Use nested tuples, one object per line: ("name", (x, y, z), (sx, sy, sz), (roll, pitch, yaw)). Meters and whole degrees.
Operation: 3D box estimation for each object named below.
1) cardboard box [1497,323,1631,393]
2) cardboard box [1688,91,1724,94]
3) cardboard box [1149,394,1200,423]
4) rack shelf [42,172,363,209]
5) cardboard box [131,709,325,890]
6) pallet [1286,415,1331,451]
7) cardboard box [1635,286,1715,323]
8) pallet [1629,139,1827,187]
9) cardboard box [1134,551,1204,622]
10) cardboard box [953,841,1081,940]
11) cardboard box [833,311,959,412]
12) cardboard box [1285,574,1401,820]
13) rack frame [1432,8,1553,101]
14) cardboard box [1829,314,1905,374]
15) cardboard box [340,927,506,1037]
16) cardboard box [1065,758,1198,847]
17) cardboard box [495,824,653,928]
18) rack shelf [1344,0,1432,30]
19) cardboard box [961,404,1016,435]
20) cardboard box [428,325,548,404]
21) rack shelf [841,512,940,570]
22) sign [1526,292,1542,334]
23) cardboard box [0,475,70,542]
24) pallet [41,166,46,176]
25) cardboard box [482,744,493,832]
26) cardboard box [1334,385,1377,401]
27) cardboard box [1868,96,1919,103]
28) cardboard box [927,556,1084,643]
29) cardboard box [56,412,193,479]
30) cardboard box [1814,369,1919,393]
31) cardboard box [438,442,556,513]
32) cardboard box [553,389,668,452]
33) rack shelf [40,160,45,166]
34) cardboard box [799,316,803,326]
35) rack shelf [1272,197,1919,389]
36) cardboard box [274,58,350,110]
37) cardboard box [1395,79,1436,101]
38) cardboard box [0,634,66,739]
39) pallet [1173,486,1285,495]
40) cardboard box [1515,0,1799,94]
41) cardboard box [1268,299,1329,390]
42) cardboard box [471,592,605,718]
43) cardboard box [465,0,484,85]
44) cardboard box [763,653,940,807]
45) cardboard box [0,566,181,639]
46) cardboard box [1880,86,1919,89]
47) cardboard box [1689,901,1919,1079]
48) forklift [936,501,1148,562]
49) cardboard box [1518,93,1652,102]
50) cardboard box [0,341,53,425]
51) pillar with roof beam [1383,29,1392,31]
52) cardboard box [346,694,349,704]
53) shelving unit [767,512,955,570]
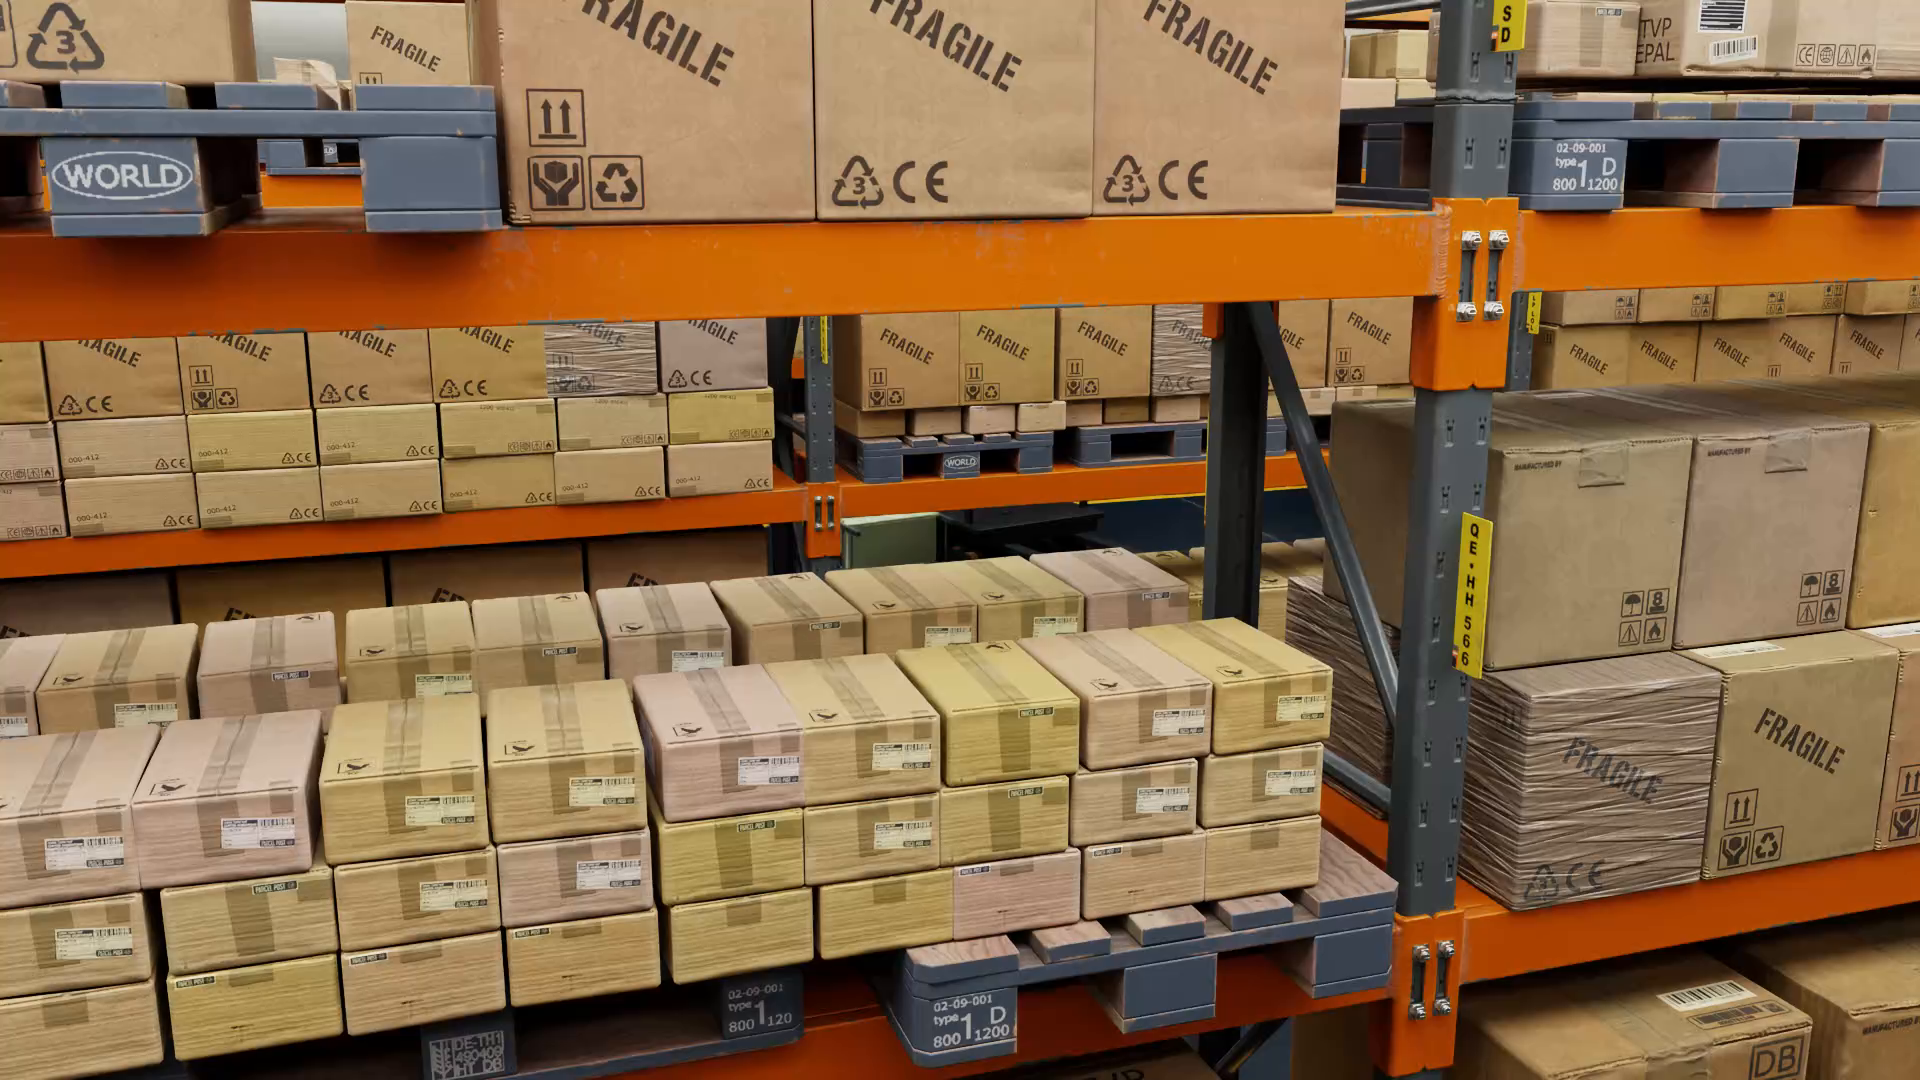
("cardboard box", (3.472, -1.019, 9.586), (0.500, 0.500, 0.500), (-4, 14, -18))
("cardboard box", (4.116, -2.588, 9.377), (0.250, 0.149, 0.380), (-5, 14, -18))
("cardboard box", (1.089, -0.733, 8.878), (0.250, 0.149, 0.380), (-4, 14, -16))
("rack shelf", (-2.721, -1.521, 7.627), (4.000, 0.370, 1.077), (-4, 14, -18))
("cardboard box", (-1.197, 0.419, 2.750), (0.250, 0.149, 0.380), (-4, 14, -16))
("pallet", (2.195, -0.737, 9.672), (1.213, 0.211, 1.003), (-4, 14, -18))
("cardboard box", (3.943, -1.552, 9.666), (0.500, 0.500, 0.700), (-4, 14, -18))
("pallet", (2.502, -0.991, 4.252), (1.213, 0.211, 1.003), (-4, 14, -15))
("cardboard box", (1.131, 0.364, 9.400), (0.625, 0.372, 0.950), (-4, 14, -16))
("cardboard box", (0.049, 0.611, 3.227), (0.250, 0.149, 0.380), (-4, 14, -17))
("cardboard box", (-0.325, -0.939, 8.343), (0.500, 0.500, 0.500), (-5, 14, -20))
("cardboard box", (1.191, 0.378, 4.355), (0.500, 0.500, 0.500), (-4, 14, -18))
("rack frame", (2.966, -3.773, 9.059), (0.127, 3.000, 1.000), (-4, 14, -18))
("cardboard box", (5.379, -1.170, 10.222), (0.500, 0.500, 0.500), (-5, 14, -18))
("cardboard box", (-0.946, 0.688, 2.902), (0.250, 0.149, 0.380), (-5, 14, -21))
("cardboard box", (0.274, 0.449, 3.267), (0.250, 0.149, 0.380), (-4, 14, -16))
("cardboard box", (-0.696, 0.524, 2.950), (0.250, 0.149, 0.380), (-4, 14, -17))
("rack shelf", (3.275, -4.464, 14.384), (4.000, 0.370, 1.077), (-4, 14, -18))
("cardboard box", (0.095, -0.648, 8.521), (0.250, 0.149, 0.380), (-5, 14, -22))
("cardboard box", (-2.188, -0.924, 7.668), (0.500, 0.500, 0.500), (-4, 14, -18))
("rack shelf", (-0.542, 0.015, 11.617), (0.720, 0.431, 0.370), (-8, 17, -29))
("sign", (3.146, -1.296, 9.108), (0.005, 0.325, 0.100), (-4, 14, -18))
("cardboard box", (-4.115, -0.166, 7.181), (0.500, 0.250, 0.500), (-5, 14, -19))
("pallet", (-3.763, -1.709, 7.276), (1.217, 0.209, 0.805), (-5, 14, -20))
("cardboard box", (-0.895, 0.524, 3.593), (0.250, 0.149, 0.380), (-4, 14, -17))
("cardboard box", (2.078, -0.796, 9.141), (0.250, 0.149, 0.380), (-5, 14, -19))
("cardboard box", (5.391, -2.508, 9.902), (0.500, 0.250, 0.500), (-4, 14, -16))
("cardboard box", (0.096, 0.159, 3.840), (0.250, 0.149, 0.380), (-5, 14, -20))
("cardboard box", (-3.624, -0.450, 7.294), (0.500, 0.250, 0.500), (-4, 14, -17))
("cardboard box", (2.727, -0.161, 4.460), (0.500, 0.500, 0.700), (-5, 14, -19))
("cardboard box", (-2.183, -0.317, 7.818), (0.500, 0.250, 0.500), (-5, 14, -19))
("cardboard box", (-1.688, -0.599, 7.924), (0.500, 0.250, 0.500), (-5, 14, -20))
("rack shelf", (-8.099, -2.314, 10.962), (4.000, 0.370, 1.077), (-4, 14, -18))
("cardboard box", (-1.438, -1.834, 13.114), (0.500, 0.250, 0.500), (-4, 14, -16))
("rack shelf", (2.745, -0.738, 4.336), (4.000, 0.370, 1.077), (-4, 14, -18))
("cardboard box", (-2.773, -1.920, 7.135), (0.258, 0.266, 0.396), (-3, 14, -13))
("cardboard box", (2.459, -2.370, 9.060), (0.500, 0.250, 0.500), (-5, 14, -19))
("cardboard box", (-1.875, 0.312, 3.198), (0.250, 0.149, 0.380), (-5, 14, -18))
("pallet", (2.146, -0.636, 14.859), (1.213, 0.211, 1.003), (-4, 14, -18))
("cardboard box", (1.744, -1.293, 4.183), (0.500, 0.311, 0.500), (-4, 14, -18))
("cardboard box", (1.641, -1.094, 8.994), (0.500, 0.500, 0.500), (-4, 14, -16))
("cardboard box", (-0.896, 0.236, 3.516), (0.250, 0.149, 0.380), (-4, 14, -16))
("cardboard box", (-0.721, -0.929, 3.367), (0.500, 0.500, 0.500), (-4, 14, -18))
("cardboard box", (-0.208, 0.342, 3.072), (0.250, 0.149, 0.380), (-4, 14, -16))
("cardboard box", (-4.054, 0.502, 7.734), (0.875, 0.875, 0.875), (-4, 14, -16))
("cardboard box", (2.567, -1.230, 3.918), (0.500, 0.311, 0.500), (-5, 14, -19))
("cardboard box", (2.283, 1.319, 4.571), (0.750, 0.750, 1.050), (-4, 14, -17))
("forklift", (0.336, -1.304, 11.790), (1.130, 2.935, 3.031), (-8, 16, -32))
("cardboard box", (3.470, -2.358, 9.273), (0.500, 0.250, 0.500), (-5, 14, -19))
("cardboard box", (-4.108, -0.768, 7.015), (0.500, 0.500, 0.500), (-4, 14, -17))
("pillar with roof beam", (5.596, -4.359, 11.521), (0.400, 9.000, 9.100), (-4, 14, -18))
("cardboard box", (-1.147, 0.400, 3.472), (0.250, 0.149, 0.380), (-4, 14, -16))
("shelving unit", (-0.738, -0.075, 11.943), (0.755, 0.431, 1.500), (-8, 17, -29))
